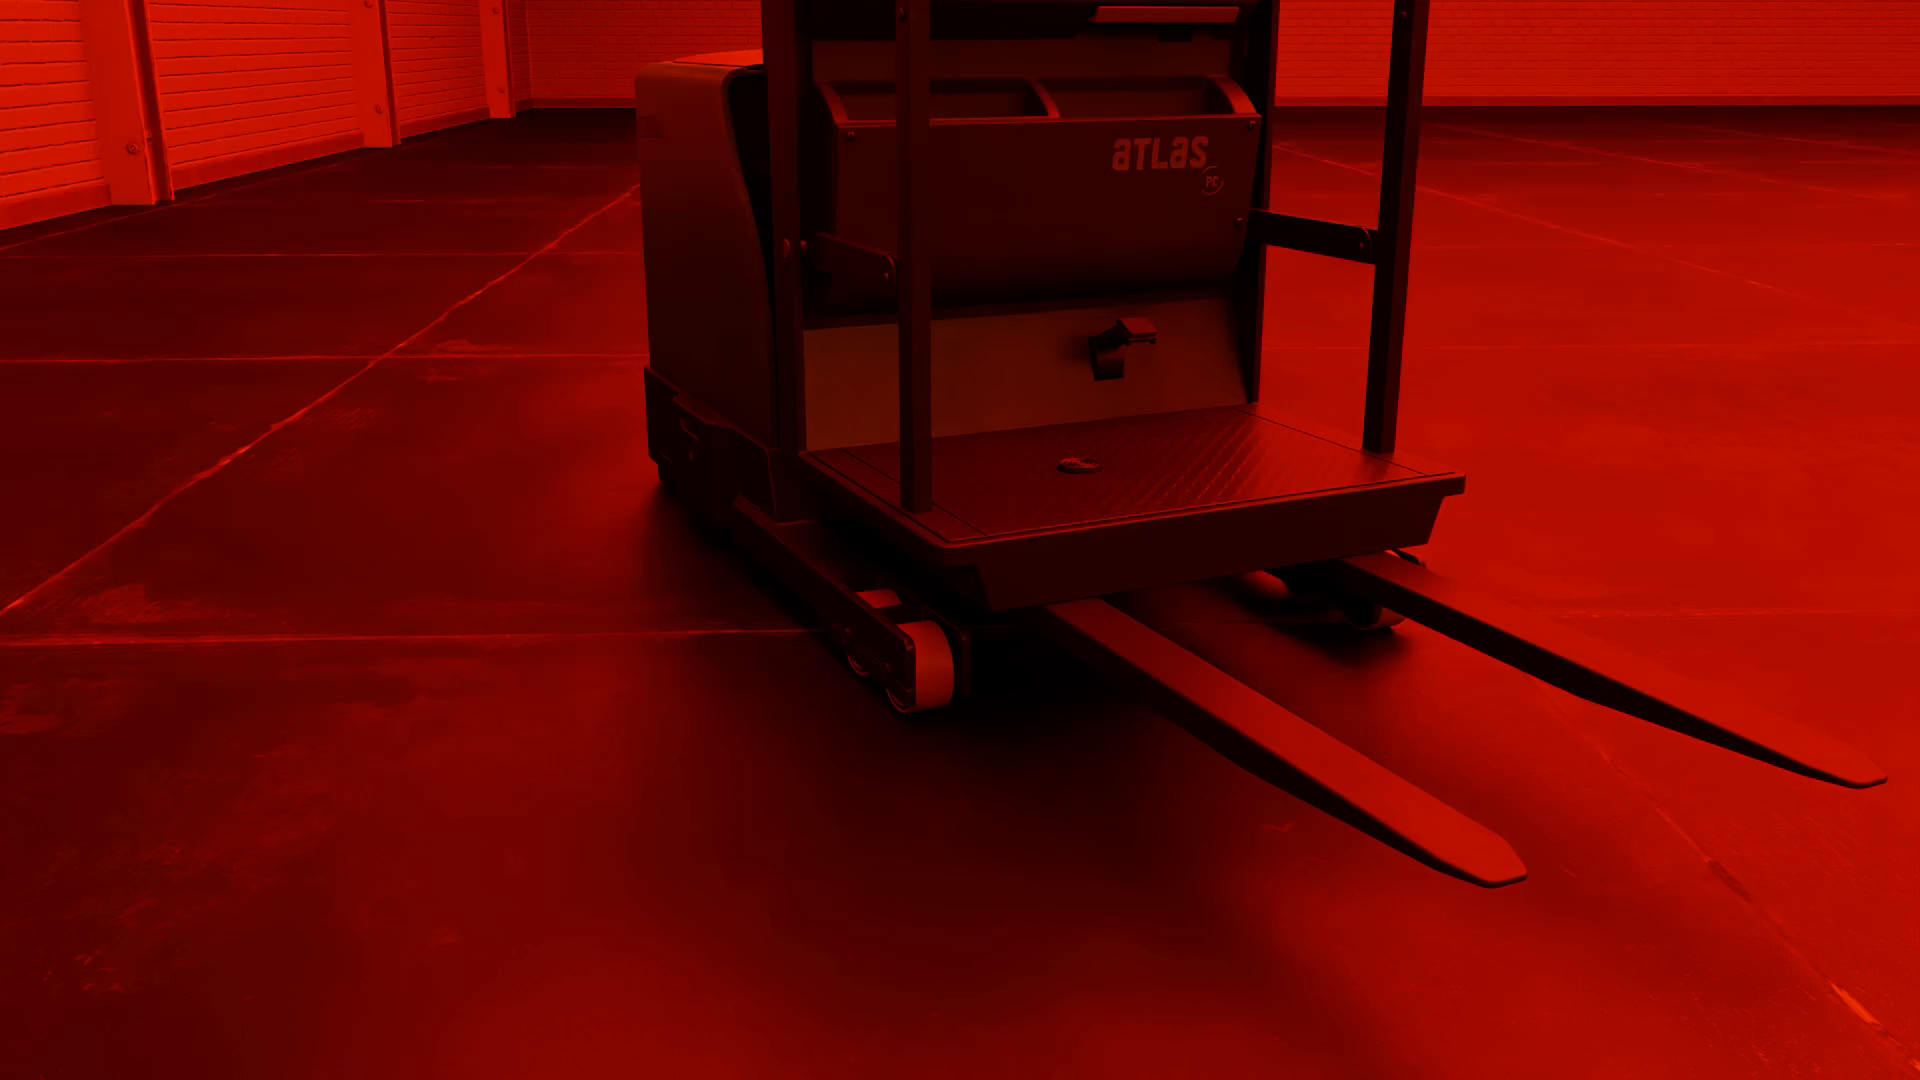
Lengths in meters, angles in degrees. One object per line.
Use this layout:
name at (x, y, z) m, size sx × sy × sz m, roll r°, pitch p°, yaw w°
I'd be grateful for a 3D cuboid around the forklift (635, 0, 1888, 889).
forklift at (0.258, -1.240, 2.962) m, size 1.130 × 2.935 × 3.031 m, roll -8°, pitch 19°, yaw -24°
